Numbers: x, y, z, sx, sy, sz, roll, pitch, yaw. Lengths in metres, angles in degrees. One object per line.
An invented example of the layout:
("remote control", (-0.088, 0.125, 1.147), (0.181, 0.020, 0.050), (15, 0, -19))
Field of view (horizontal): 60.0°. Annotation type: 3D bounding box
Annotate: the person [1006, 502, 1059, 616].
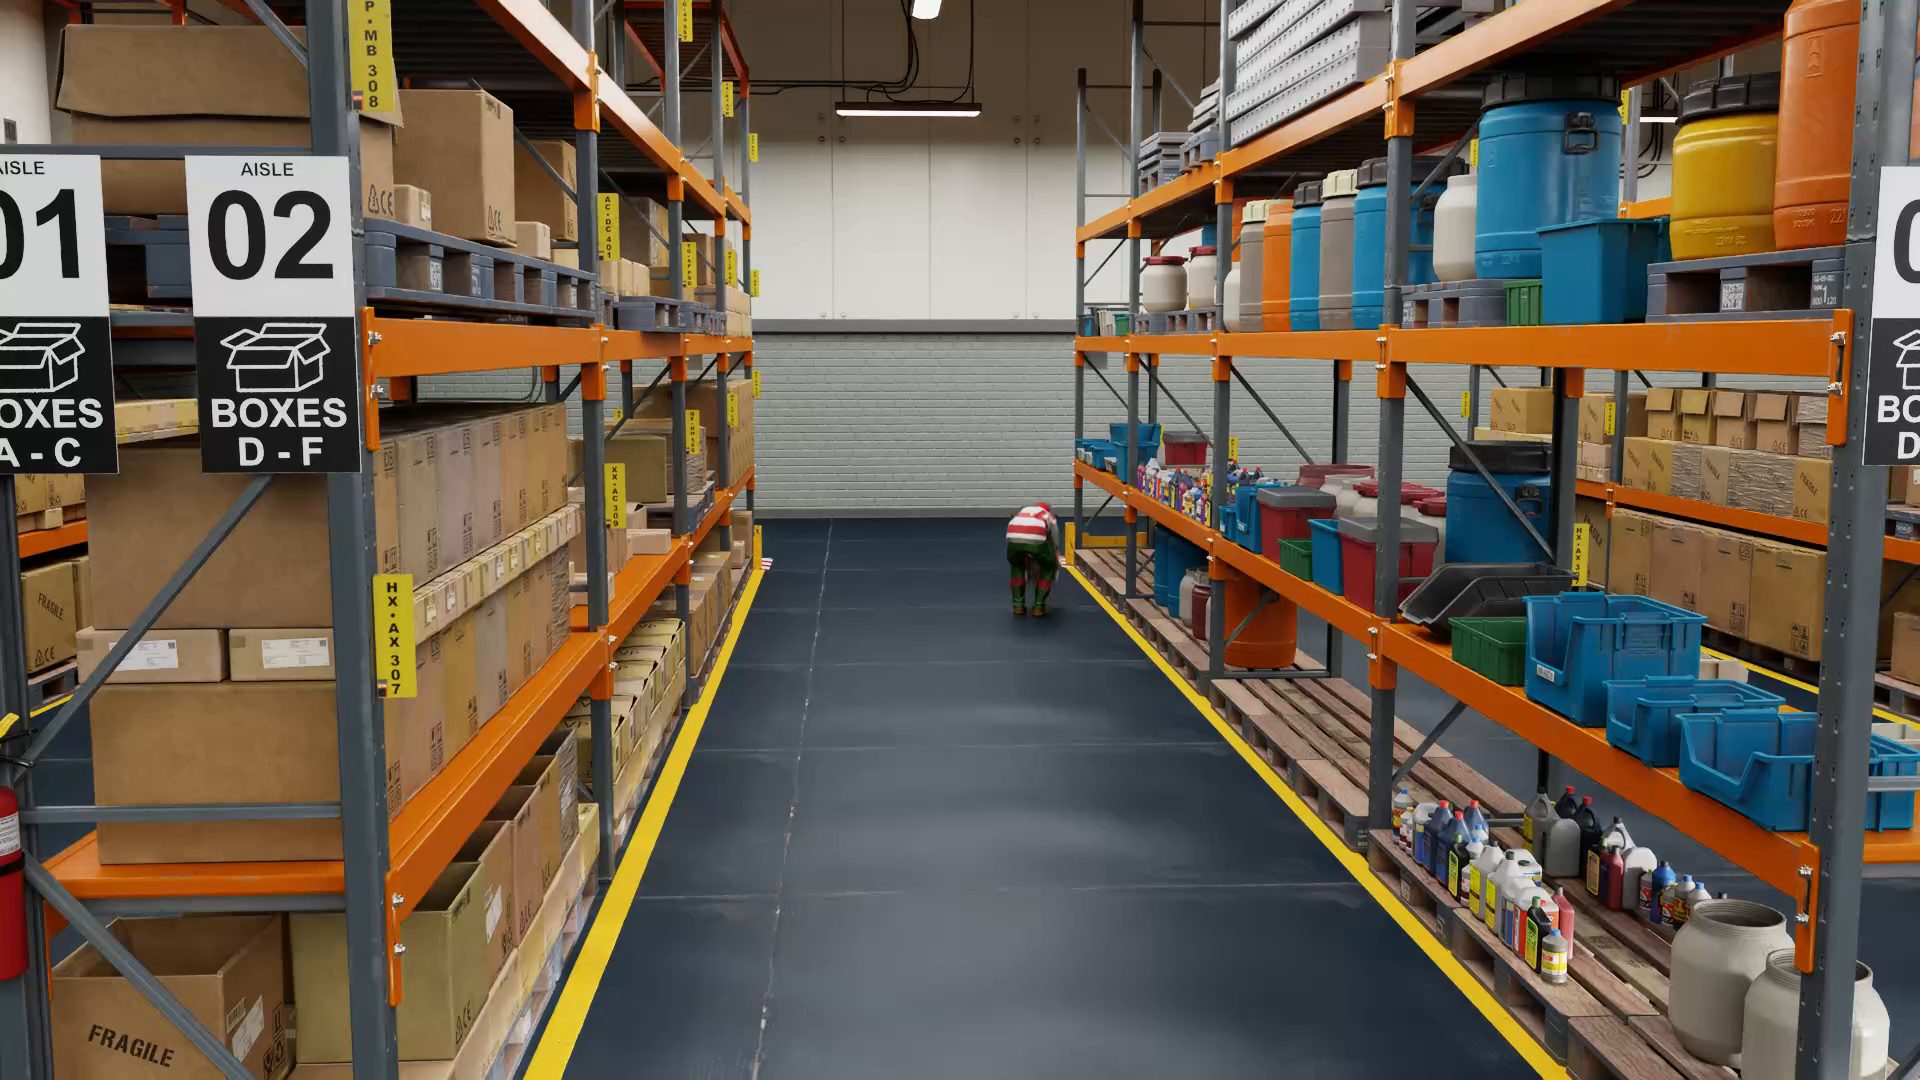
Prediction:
("person", (0.759, 0.191, 16.999), (0.517, 1.085, 0.956), (2, 7, 17))
